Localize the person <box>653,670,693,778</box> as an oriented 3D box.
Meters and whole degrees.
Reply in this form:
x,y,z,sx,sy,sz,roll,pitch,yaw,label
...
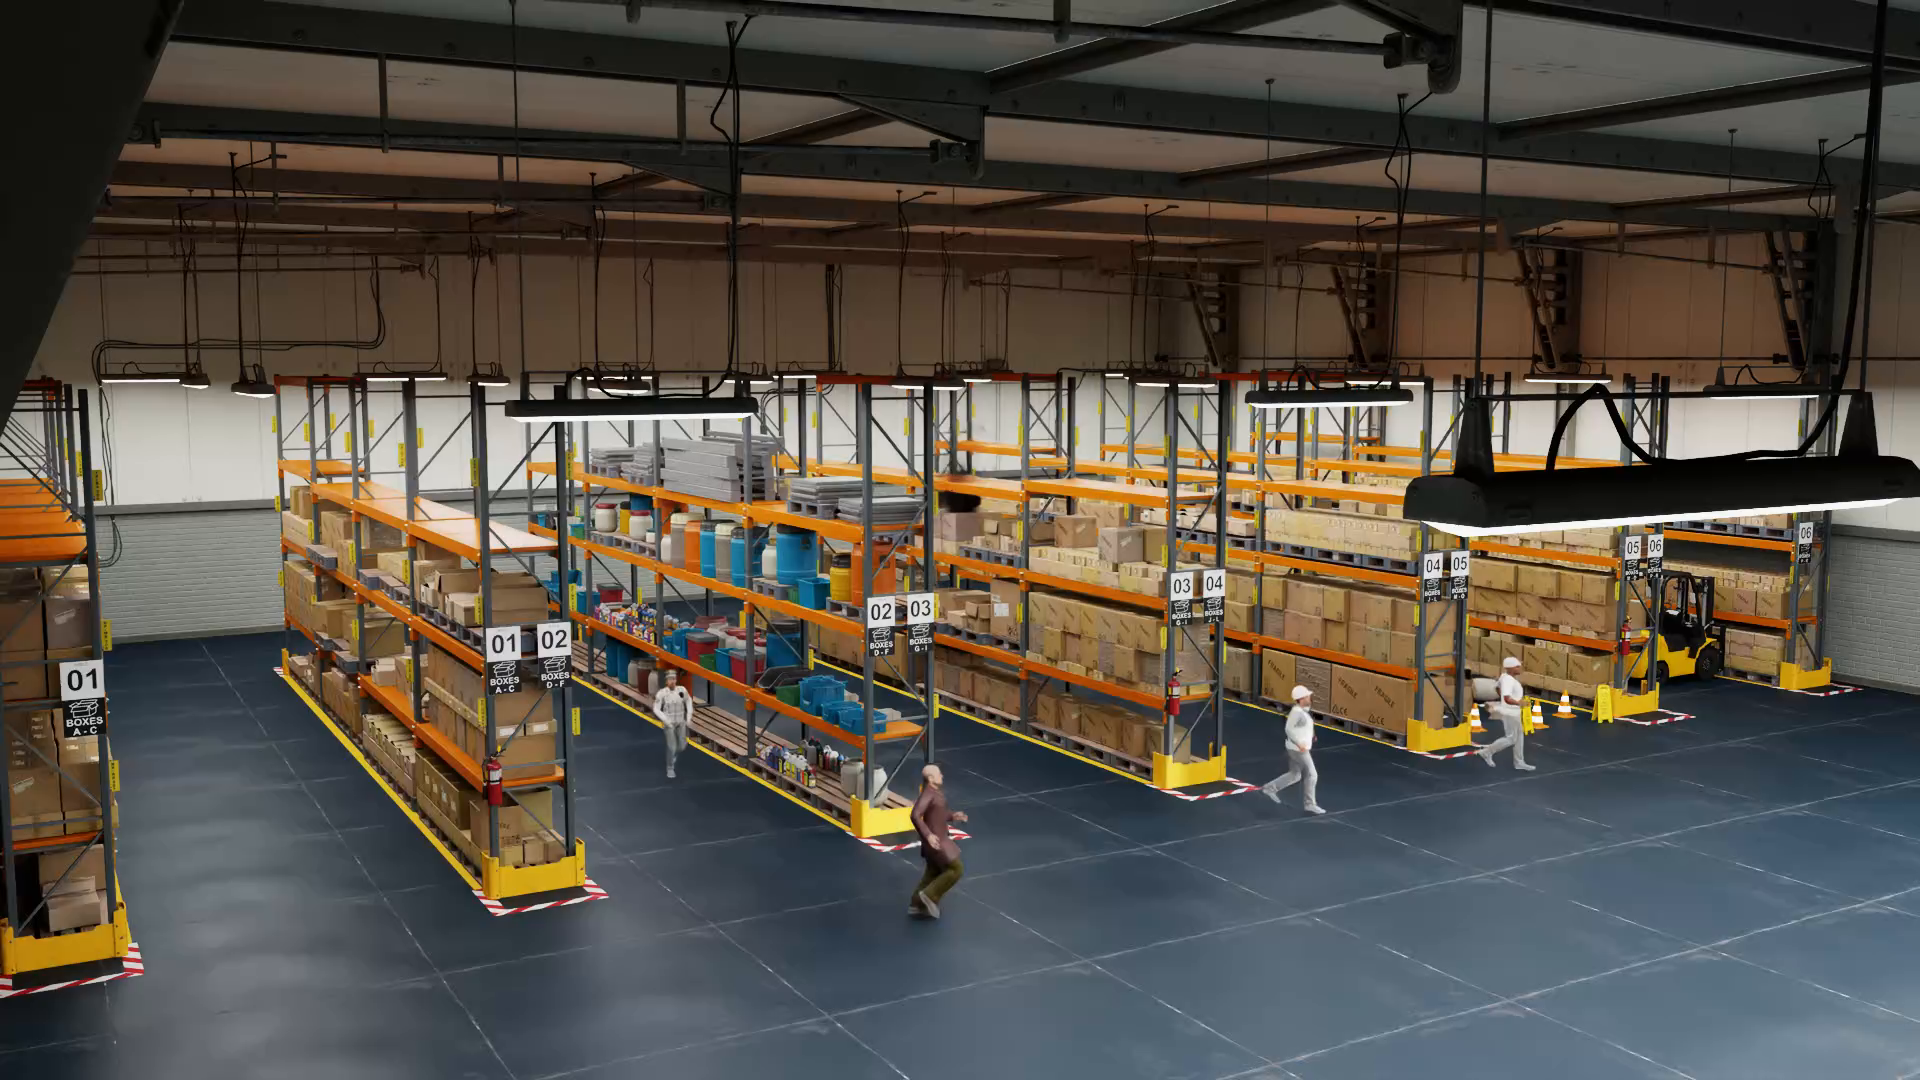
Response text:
x,y,z,sx,sy,sz,roll,pitch,yaw,label
-4.331,2.766,25.185,0.637,1.661,0.594,-3,7,-25,person

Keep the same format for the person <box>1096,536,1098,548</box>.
x,y,z,sx,sy,sz,roll,pitch,yaw,label
3.757,0.616,44.839,0.552,1.682,0.871,0,6,3,person

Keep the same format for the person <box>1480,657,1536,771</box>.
x,y,z,sx,sy,sz,roll,pitch,yaw,label
8.431,2.665,25.504,0.831,1.757,0.724,2,7,19,person

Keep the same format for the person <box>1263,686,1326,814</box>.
x,y,z,sx,sy,sz,roll,pitch,yaw,label
4.680,2.907,23.229,0.868,1.772,0.673,1,6,9,person

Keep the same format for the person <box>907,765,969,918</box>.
x,y,z,sx,sy,sz,roll,pitch,yaw,label
-0.238,3.397,18.789,0.685,1.740,0.694,0,6,-4,person
